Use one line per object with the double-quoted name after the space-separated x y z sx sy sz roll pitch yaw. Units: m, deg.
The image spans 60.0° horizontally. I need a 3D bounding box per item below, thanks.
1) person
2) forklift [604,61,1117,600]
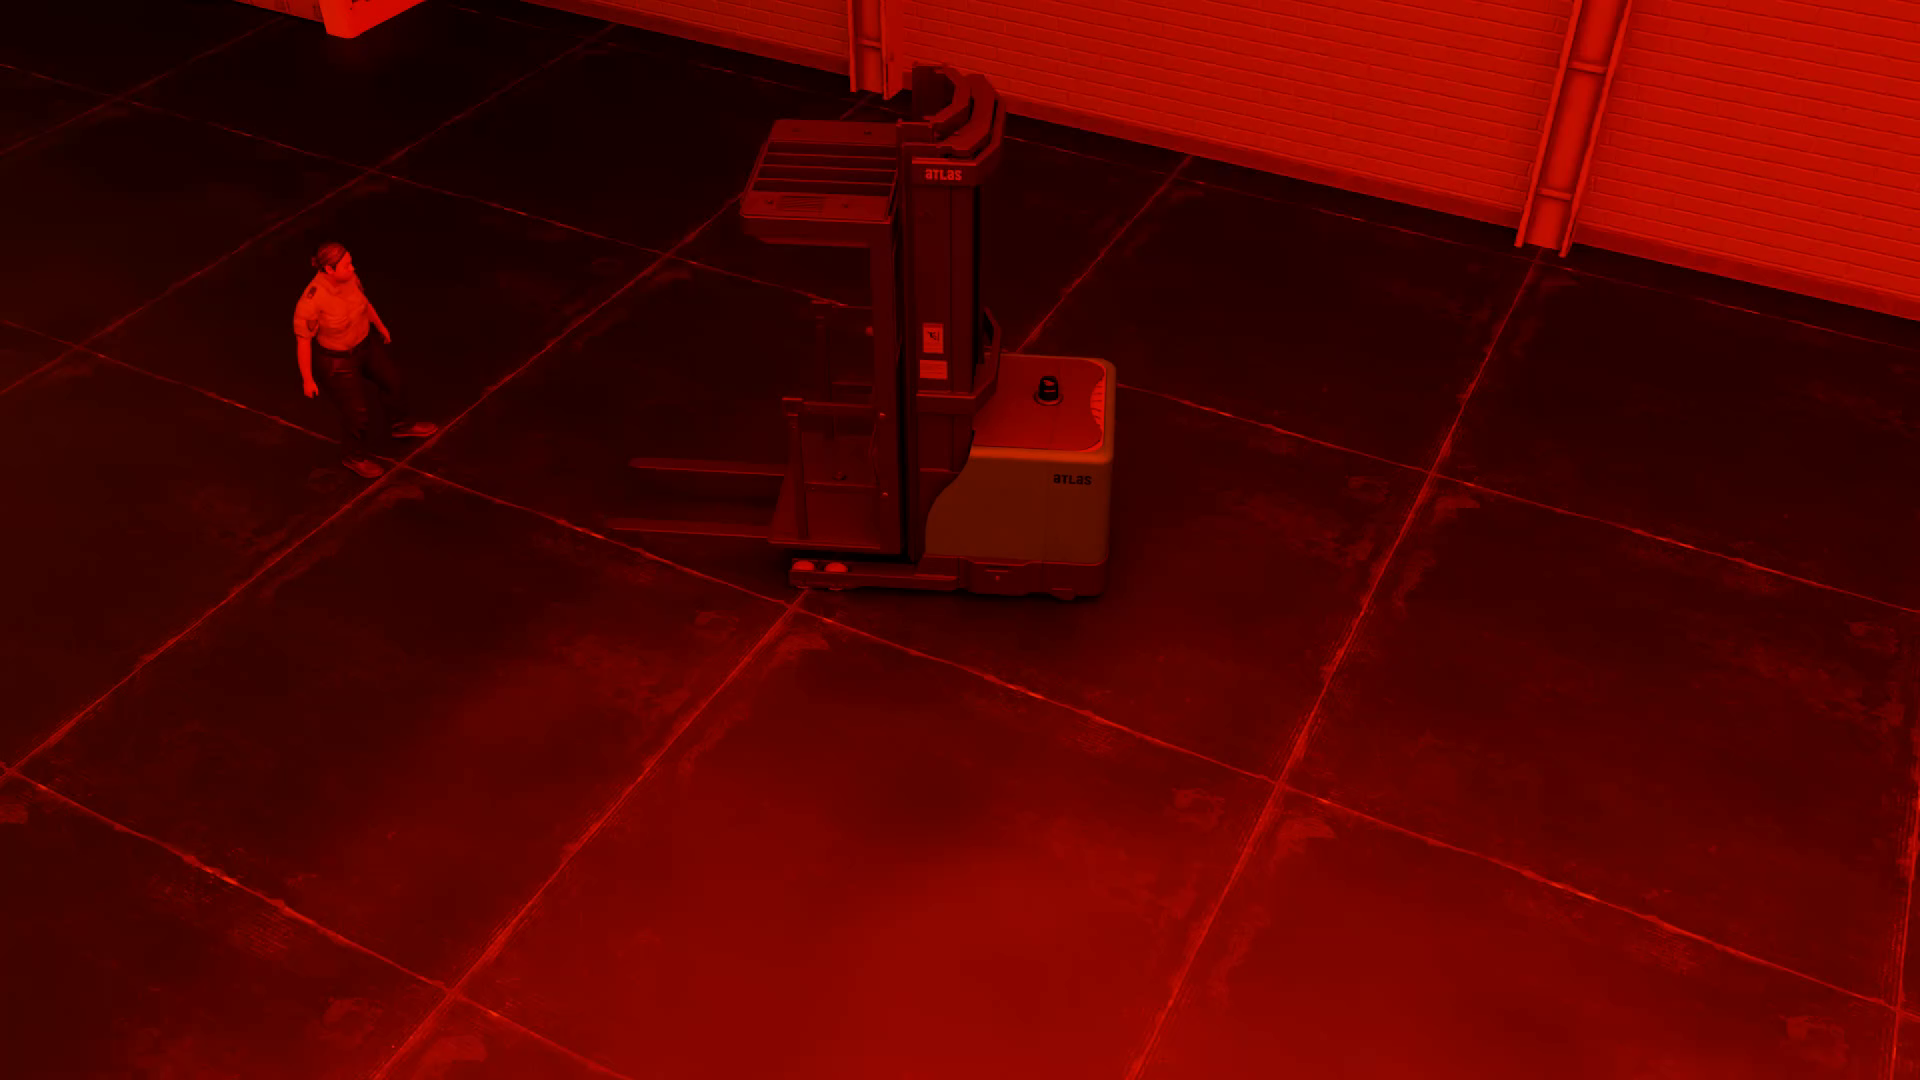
-3.789 -1.159 10.398 0.370 1.609 0.797 14 42 16 "person"
-0.606 -1.157 9.360 3.031 2.935 1.130 3 40 4 "forklift"
